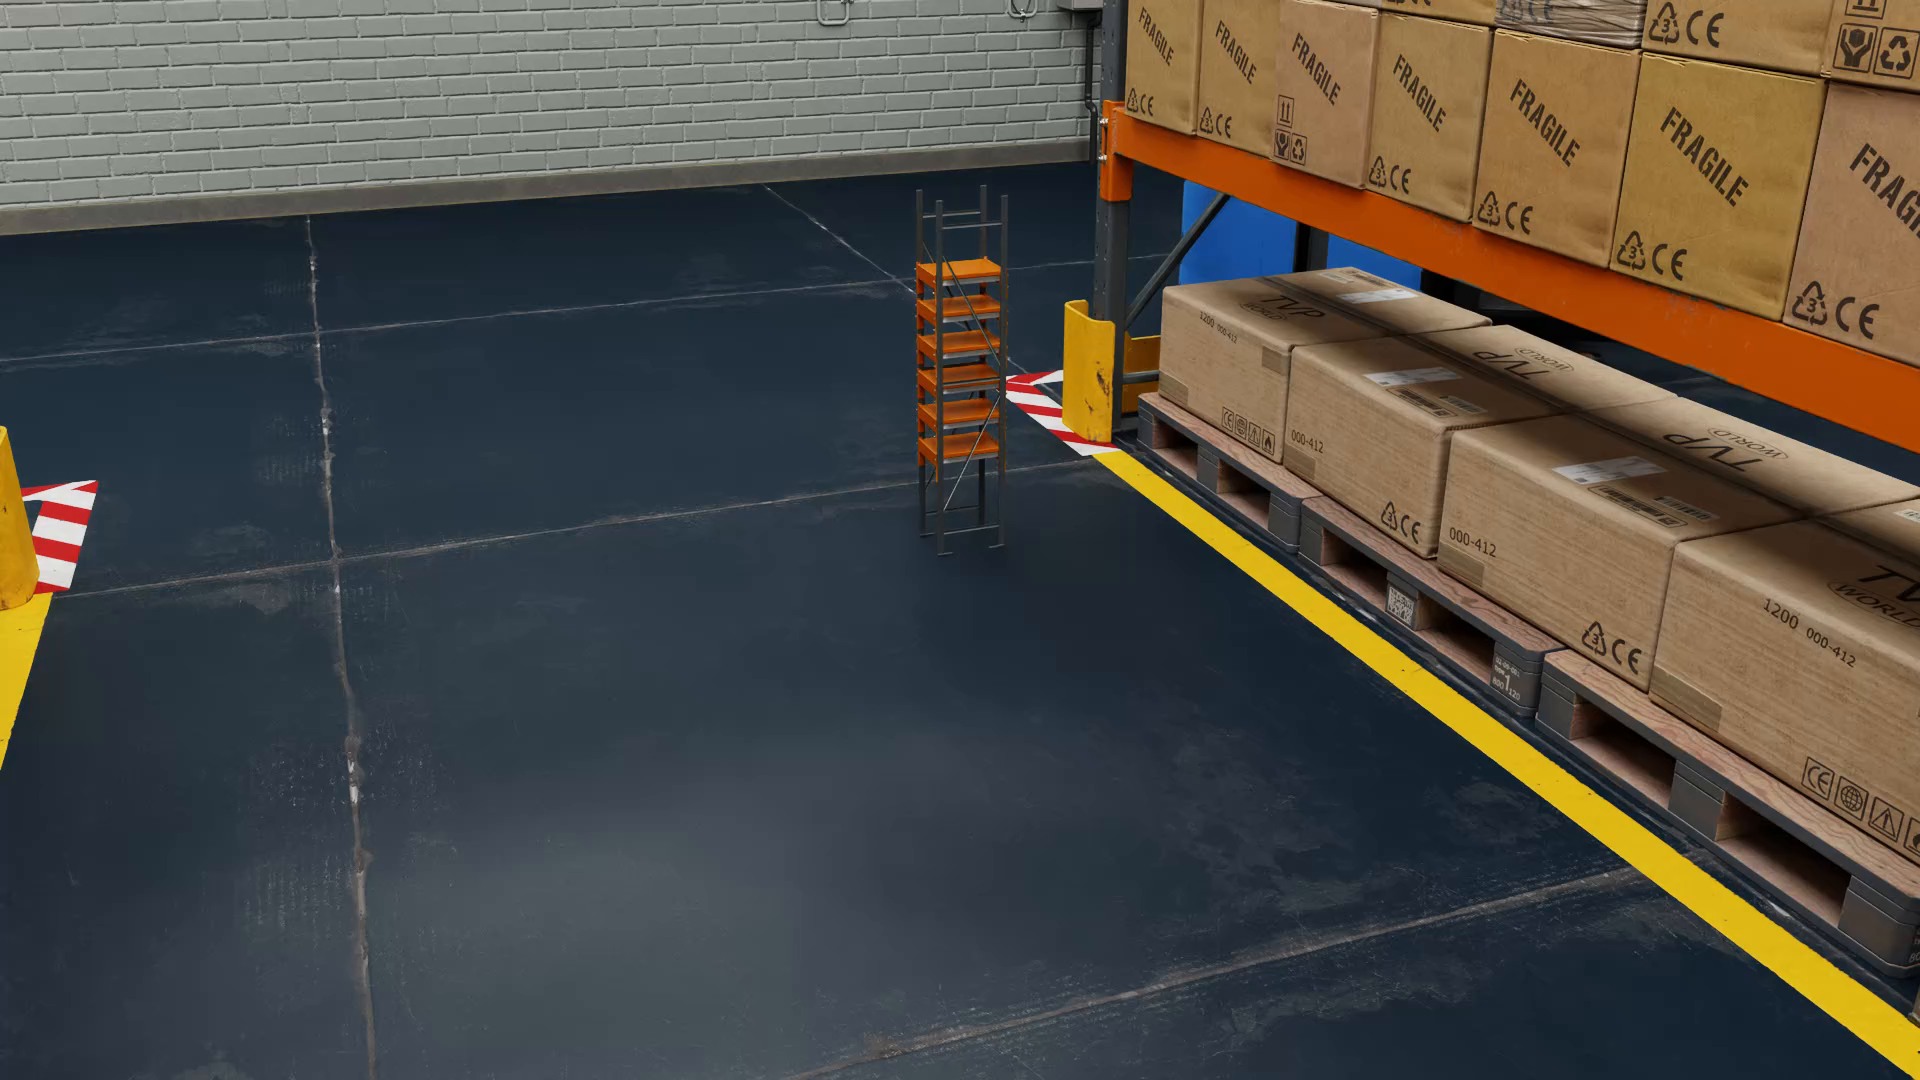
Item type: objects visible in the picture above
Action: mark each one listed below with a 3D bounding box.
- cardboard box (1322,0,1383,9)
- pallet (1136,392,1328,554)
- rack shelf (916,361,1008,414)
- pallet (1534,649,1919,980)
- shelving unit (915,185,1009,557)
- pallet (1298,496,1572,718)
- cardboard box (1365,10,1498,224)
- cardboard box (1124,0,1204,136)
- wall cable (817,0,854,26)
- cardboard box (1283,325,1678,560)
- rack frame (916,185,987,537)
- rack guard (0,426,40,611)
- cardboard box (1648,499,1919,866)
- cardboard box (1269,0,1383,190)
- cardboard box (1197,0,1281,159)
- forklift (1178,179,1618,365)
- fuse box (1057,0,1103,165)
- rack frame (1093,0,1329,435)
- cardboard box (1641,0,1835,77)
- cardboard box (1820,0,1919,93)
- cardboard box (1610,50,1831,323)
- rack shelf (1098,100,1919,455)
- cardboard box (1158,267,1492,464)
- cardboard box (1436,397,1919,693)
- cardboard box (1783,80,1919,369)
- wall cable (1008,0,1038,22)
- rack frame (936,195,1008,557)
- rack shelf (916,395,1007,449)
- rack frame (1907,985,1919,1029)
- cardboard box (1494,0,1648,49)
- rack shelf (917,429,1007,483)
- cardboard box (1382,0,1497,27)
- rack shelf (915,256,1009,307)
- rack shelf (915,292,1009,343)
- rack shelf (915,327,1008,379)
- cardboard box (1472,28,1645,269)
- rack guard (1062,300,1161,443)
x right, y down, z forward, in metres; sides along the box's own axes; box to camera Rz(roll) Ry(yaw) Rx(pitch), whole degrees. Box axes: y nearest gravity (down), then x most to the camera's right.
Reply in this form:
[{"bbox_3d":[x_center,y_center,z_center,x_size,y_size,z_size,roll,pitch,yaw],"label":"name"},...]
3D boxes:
[{"bbox_3d":[1.302,-1.817,4.783,0.500,0.500,0.500,-9,24,-19],"label":"cardboard box"},{"bbox_3d":[1.377,-0.332,6.266,1.003,0.211,1.213,-8,24,-19],"label":"pallet"},{"bbox_3d":[0.005,-0.507,5.522,0.258,0.103,0.180,-8,24,-19],"label":"rack shelf"},{"bbox_3d":[2.239,0.555,4.162,1.003,0.211,1.213,-8,24,-19],"label":"pallet"},{"bbox_3d":[0.005,-0.548,5.504,0.258,1.200,0.189,-8,24,-19],"label":"shelving unit"},{"bbox_3d":[1.804,0.111,5.216,1.003,0.211,1.213,-8,24,-19],"label":"pallet"},{"bbox_3d":[1.482,-1.182,4.563,0.500,0.500,0.500,-8,24,-17],"label":"cardboard box"},{"bbox_3d":[0.922,-1.729,5.861,0.500,0.500,0.500,-9,24,-19],"label":"cardboard box"},{"bbox_3d":[-0.993,-4.425,11.038,0.585,1.953,0.123,-8,24,-19],"label":"wall cable"},{"bbox_3d":[1.679,-0.352,5.481,0.875,0.438,0.875,-8,24,-18],"label":"cardboard box"},{"bbox_3d":[-0.027,-0.581,5.583,0.240,1.200,0.006,-8,24,-19],"label":"rack frame"},{"bbox_3d":[-3.547,-0.001,5.109,1.175,0.500,0.348,-8,24,-19],"label":"rack guard"},{"bbox_3d":[2.313,0.301,3.932,0.875,0.438,0.875,-9,24,-20],"label":"cardboard box"},{"bbox_3d":[1.290,-1.362,4.990,0.500,0.500,0.500,-8,24,-19],"label":"cardboard box"},{"bbox_3d":[1.127,-1.549,5.434,0.500,0.500,0.500,-9,24,-20],"label":"cardboard box"},{"bbox_3d":[2.542,-2.224,7.253,3.031,2.935,1.130,4,23,9],"label":"forklift"},{"bbox_3d":[1.024,-3.584,12.050,0.539,1.711,0.414,-8,24,-19],"label":"fuse box"},{"bbox_3d":[1.021,-1.897,6.388,1.000,3.000,0.127,-8,24,-19],"label":"rack frame"},{"bbox_3d":[1.838,-1.269,3.483,0.500,0.500,0.500,-9,24,-20],"label":"cardboard box"},{"bbox_3d":[2.009,-1.084,3.043,0.500,0.500,0.500,-9,24,-19],"label":"cardboard box"},{"bbox_3d":[1.844,-0.809,3.678,0.500,0.500,0.500,-9,24,-20],"label":"cardboard box"},{"bbox_3d":[1.728,-0.838,4.803,1.077,0.370,4.000,-8,24,-19],"label":"rack shelf"},{"bbox_3d":[1.348,-0.683,6.267,0.875,0.438,0.875,-9,25,-21],"label":"cardboard box"},{"bbox_3d":[1.996,-0.024,4.703,0.875,0.438,0.875,-9,25,-21],"label":"cardboard box"},{"bbox_3d":[2.031,-0.623,3.237,0.500,0.500,0.500,-8,24,-19],"label":"cardboard box"},{"bbox_3d":[0.330,-4.609,11.516,0.588,1.984,0.122,-8,24,-19],"label":"wall cable"},{"bbox_3d":[0.037,-0.514,5.426,0.240,1.200,0.006,-8,24,-19],"label":"rack frame"},{"bbox_3d":[0.005,-0.396,5.568,0.258,0.103,0.180,-8,24,-19],"label":"rack shelf"},{"bbox_3d":[2.434,-0.443,2.939,1.000,3.000,0.127,-8,24,-19],"label":"rack frame"},{"bbox_3d":[1.649,-1.453,3.919,0.500,0.500,0.500,-8,24,-18],"label":"cardboard box"},{"bbox_3d":[0.005,-0.286,5.615,0.258,0.103,0.180,-8,24,-19],"label":"rack shelf"},{"bbox_3d":[1.480,-1.636,4.354,0.500,0.500,0.500,-8,24,-19],"label":"cardboard box"},{"bbox_3d":[0.005,-0.838,5.382,0.258,0.103,0.180,-8,24,-19],"label":"rack shelf"},{"bbox_3d":[0.005,-0.728,5.429,0.258,0.103,0.180,-8,24,-19],"label":"rack shelf"},{"bbox_3d":[0.005,-0.617,5.475,0.258,0.103,0.180,-8,24,-19],"label":"rack shelf"},{"bbox_3d":[1.653,-0.990,4.107,0.500,0.500,0.500,-9,24,-20],"label":"cardboard box"},{"bbox_3d":[1.013,-0.753,6.894,1.175,0.500,0.348,-8,24,-19],"label":"rack guard"}]
